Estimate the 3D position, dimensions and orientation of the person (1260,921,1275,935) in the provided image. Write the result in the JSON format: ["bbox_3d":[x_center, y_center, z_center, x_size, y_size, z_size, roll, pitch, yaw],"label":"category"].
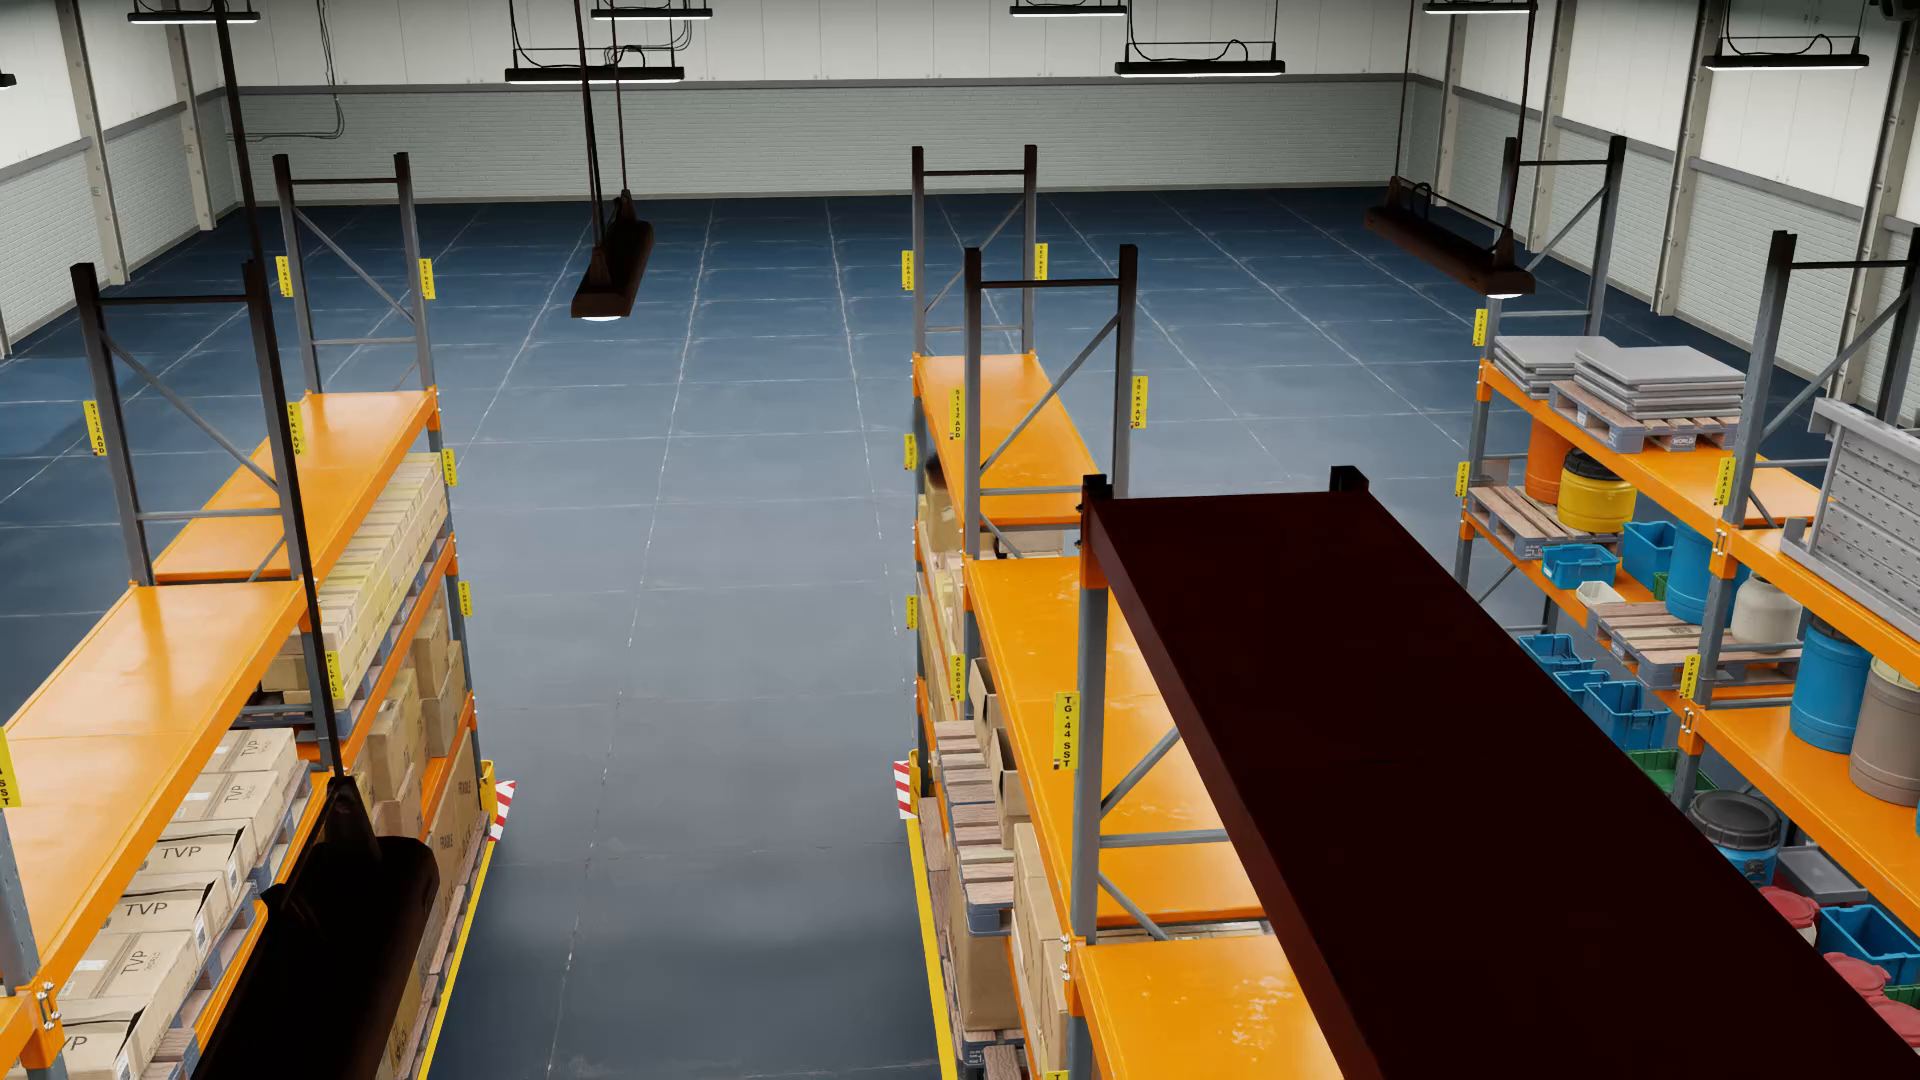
[{"bbox_3d":[2.578,2.512,12.938,0.583,1.717,0.809,4,22,10],"label":"person"}]

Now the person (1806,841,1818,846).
[{"bbox_3d":[7.737,2.100,14.103,0.442,1.646,0.984,-11,24,-26],"label":"person"}]
